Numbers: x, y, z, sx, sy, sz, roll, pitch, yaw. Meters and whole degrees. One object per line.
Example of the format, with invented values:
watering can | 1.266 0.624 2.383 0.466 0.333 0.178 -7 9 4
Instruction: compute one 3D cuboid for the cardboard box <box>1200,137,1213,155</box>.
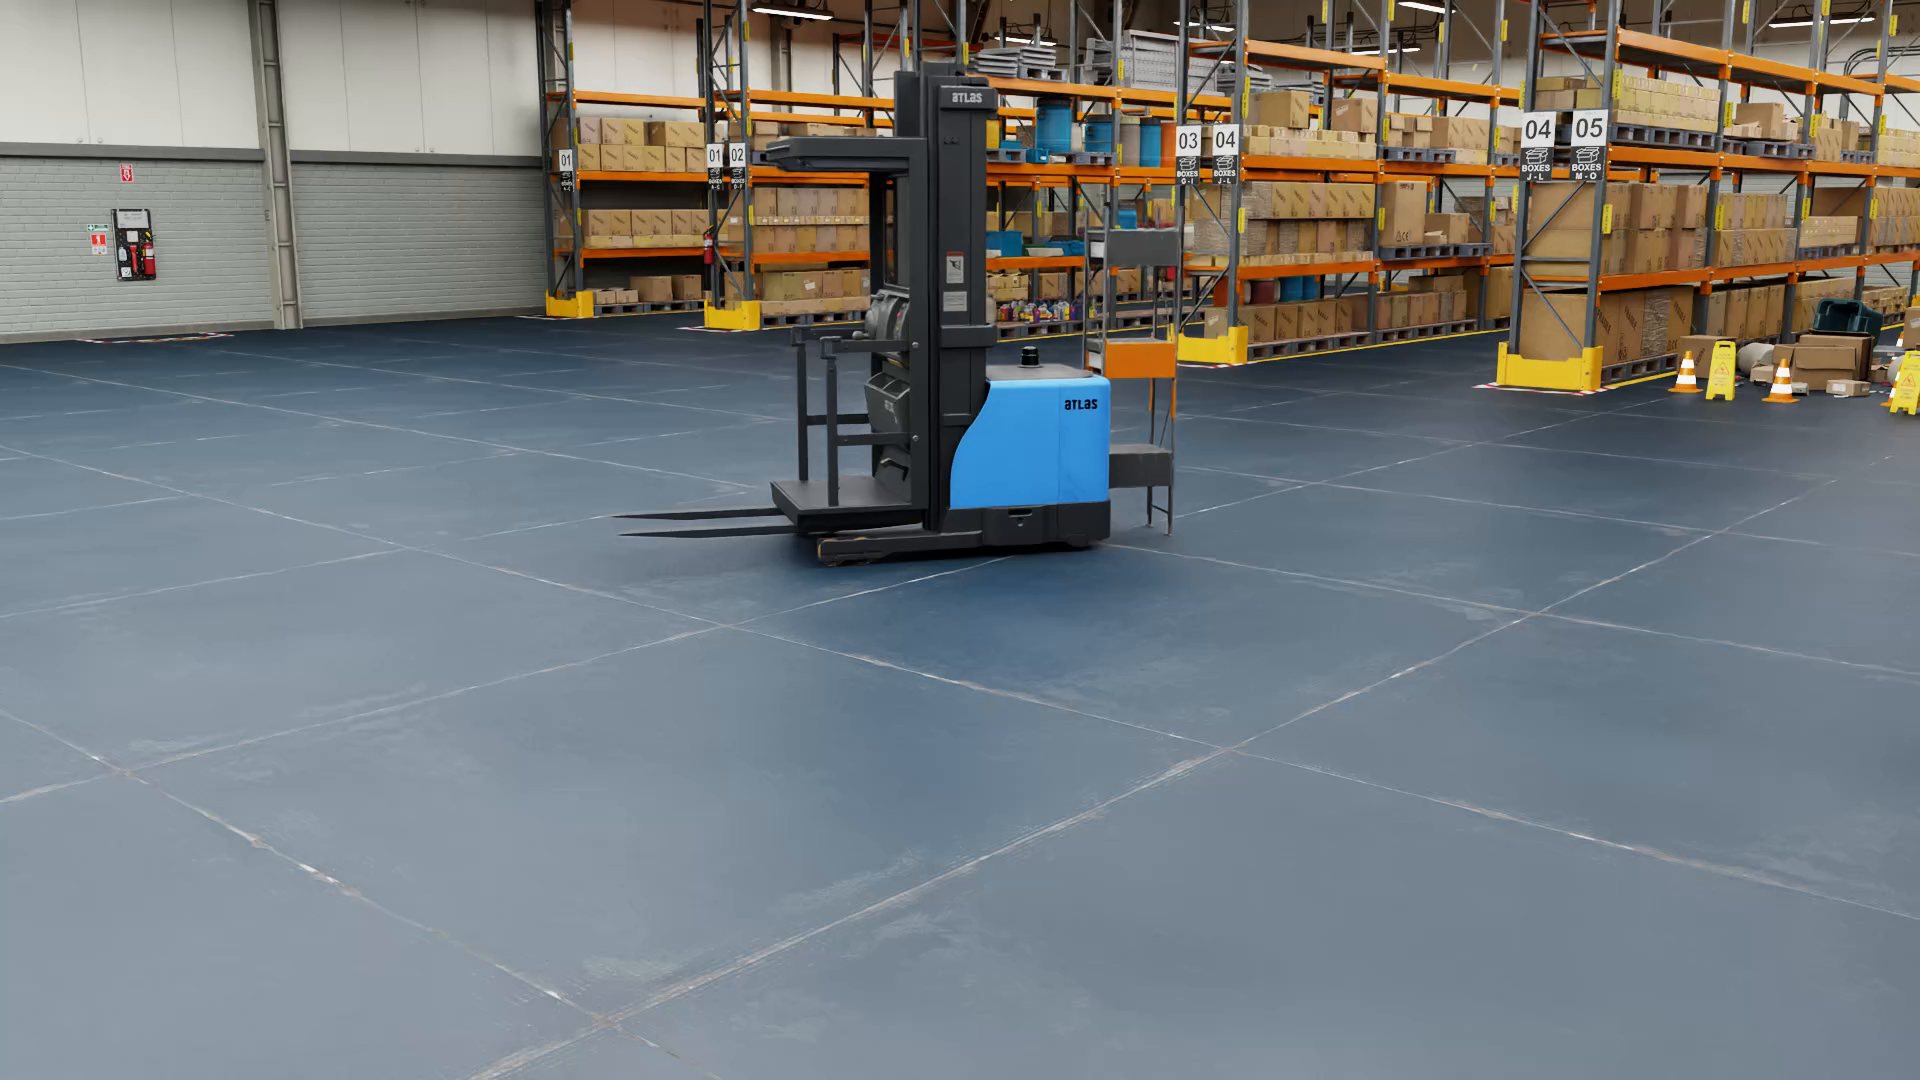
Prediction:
cardboard box | 3.523 -5.472 23.175 0.500 0.250 0.500 10 15 42

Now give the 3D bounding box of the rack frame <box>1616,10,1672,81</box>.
rack frame | 13.958 -9.267 34.133 1.000 3.000 0.127 10 15 40

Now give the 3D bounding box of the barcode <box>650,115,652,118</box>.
barcode | -6.367 -8.734 34.275 0.001 0.075 0.075 10 15 40

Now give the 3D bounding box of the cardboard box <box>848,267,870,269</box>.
cardboard box | -1.944 -5.038 32.312 0.500 0.500 0.500 10 15 40

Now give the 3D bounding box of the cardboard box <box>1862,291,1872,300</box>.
cardboard box | 15.871 -4.322 29.378 0.380 0.149 0.250 9 15 39

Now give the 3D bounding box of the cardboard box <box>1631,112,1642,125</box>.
cardboard box | 7.856 -5.001 19.747 0.380 0.149 0.250 10 15 41

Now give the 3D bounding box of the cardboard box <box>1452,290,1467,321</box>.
cardboard box | 8.250 -4.037 28.523 0.700 0.500 0.500 9 14 37

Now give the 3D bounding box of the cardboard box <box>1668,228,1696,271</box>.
cardboard box | 9.115 -3.837 21.882 0.875 0.550 0.550 10 15 40

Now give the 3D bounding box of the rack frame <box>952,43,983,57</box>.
rack frame | 0.155 -10.600 40.806 1.000 3.000 0.127 10 15 40

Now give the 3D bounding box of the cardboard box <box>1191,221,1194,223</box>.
cardboard box | 5.422 -7.331 39.501 0.500 0.500 0.500 9 15 40

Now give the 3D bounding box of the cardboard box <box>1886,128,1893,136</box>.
cardboard box | 15.884 -7.042 28.742 0.380 0.149 0.250 9 15 39

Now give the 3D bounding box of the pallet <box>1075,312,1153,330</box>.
pallet | 2.805 -3.953 29.964 1.003 0.211 1.213 10 15 40

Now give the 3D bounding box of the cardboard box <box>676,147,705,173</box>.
cardboard box | -5.617 -7.832 34.299 0.500 0.500 0.500 8 14 36

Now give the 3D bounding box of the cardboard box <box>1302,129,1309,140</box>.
cardboard box | 4.765 -5.804 23.820 0.380 0.149 0.250 10 15 40

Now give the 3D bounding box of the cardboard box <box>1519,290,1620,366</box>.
cardboard box | 7.453 -2.587 20.359 0.875 0.875 0.875 10 15 41

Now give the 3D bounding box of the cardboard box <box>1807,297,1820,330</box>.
cardboard box | 13.324 -3.618 26.475 0.500 0.500 0.500 10 15 41

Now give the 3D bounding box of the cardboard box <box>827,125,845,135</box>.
cardboard box | -2.584 -7.411 30.806 0.637 0.503 0.797 -10 15 -41

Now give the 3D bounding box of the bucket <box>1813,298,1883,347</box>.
bucket | 11.337 -2.725 21.175 0.620 0.611 0.726 5 7 -30

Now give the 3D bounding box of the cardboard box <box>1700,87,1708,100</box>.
cardboard box | 9.360 -5.728 21.352 0.380 0.149 0.250 10 15 40

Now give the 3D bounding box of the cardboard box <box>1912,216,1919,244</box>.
cardboard box | 17.513 -5.764 30.899 0.500 0.500 0.500 10 15 41

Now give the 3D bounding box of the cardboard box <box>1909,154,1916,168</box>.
cardboard box | 16.846 -6.818 29.913 0.500 0.250 0.500 11 15 43

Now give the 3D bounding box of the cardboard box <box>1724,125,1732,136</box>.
cardboard box | 10.281 -5.620 22.548 0.258 0.266 0.396 9 15 39

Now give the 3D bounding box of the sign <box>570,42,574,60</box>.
sign | -7.359 -9.261 31.516 0.100 0.325 0.005 10 15 40

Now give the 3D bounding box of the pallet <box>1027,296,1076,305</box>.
pallet | 1.759 -5.167 36.042 1.003 0.211 1.213 10 15 40

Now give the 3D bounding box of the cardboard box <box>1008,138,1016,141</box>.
cardboard box | 1.171 -9.823 41.716 0.500 0.500 0.500 9 15 39

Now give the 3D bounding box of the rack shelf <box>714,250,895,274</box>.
rack shelf | -2.723 -5.194 30.894 1.077 0.370 4.000 10 15 40

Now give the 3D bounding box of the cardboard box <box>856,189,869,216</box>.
cardboard box | -2.023 -6.386 31.456 0.700 0.500 0.500 10 15 40

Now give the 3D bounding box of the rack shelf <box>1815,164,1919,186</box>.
rack shelf | 16.297 -6.493 29.739 1.077 0.370 4.000 10 15 40

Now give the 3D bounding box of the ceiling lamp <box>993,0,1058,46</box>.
ceiling lamp | 1.712 -12.977 37.803 0.800 3.185 2.000 10 15 40

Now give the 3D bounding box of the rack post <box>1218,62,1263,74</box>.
rack post | 5.397 -9.111 32.033 0.624 0.289 0.986 10 15 40

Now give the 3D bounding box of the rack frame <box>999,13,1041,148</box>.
rack frame | 1.238 -9.371 34.656 1.000 3.000 0.127 10 15 40

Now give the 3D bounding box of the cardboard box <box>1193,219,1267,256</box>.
cardboard box | 3.780 -4.243 23.283 0.875 0.500 0.500 10 15 40

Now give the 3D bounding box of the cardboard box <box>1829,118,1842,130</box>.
cardboard box | 13.858 -6.598 27.091 0.797 0.503 0.637 10 15 40

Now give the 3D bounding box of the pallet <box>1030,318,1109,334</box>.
pallet | 1.841 -3.739 28.893 1.003 0.211 1.213 10 15 40

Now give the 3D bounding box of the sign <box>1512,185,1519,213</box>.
sign | 6.657 -4.071 19.875 0.100 0.325 0.005 10 15 40

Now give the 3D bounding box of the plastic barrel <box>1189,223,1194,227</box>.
plastic barrel | 4.438 -5.664 31.127 0.421 0.512 0.421 0 11 0

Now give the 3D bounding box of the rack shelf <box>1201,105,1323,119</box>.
rack shelf | 6.277 -8.476 33.029 1.077 0.370 4.000 10 15 40

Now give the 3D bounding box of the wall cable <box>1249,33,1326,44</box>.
wall cable | 8.829 -12.578 45.746 3.097 2.526 0.112 10 15 40

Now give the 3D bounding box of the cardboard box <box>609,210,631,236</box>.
cardboard box | -6.892 -6.299 33.008 0.500 0.500 0.500 10 15 41

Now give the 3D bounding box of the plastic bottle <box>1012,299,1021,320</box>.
plastic bottle | 0.943 -3.934 28.389 0.144 0.351 0.185 11 15 43

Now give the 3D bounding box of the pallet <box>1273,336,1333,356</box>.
pallet | 4.814 -2.908 24.734 1.003 0.211 1.213 10 15 40

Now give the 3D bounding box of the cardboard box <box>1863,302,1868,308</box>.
cardboard box | 15.456 -4.046 28.758 0.380 0.149 0.250 11 16 43

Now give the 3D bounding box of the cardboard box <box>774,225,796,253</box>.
cardboard box | -3.382 -5.446 30.066 0.700 0.500 0.500 10 15 42

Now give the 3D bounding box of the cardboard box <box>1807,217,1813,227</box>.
cardboard box | 13.127 -4.985 26.060 0.380 0.149 0.250 10 15 40

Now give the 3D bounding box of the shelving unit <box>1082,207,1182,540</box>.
shelving unit | 1.091 -1.077 10.734 0.503 2.100 0.431 -3 12 -15

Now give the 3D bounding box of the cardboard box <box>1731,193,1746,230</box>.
cardboard box | 10.691 -4.667 23.610 0.700 0.500 0.500 10 15 41

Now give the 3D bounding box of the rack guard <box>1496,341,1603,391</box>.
rack guard | 7.039 -2.086 19.877 1.175 0.500 0.348 10 15 40

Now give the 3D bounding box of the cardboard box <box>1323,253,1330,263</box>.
cardboard box | 5.253 -4.189 24.669 0.380 0.149 0.250 10 15 40

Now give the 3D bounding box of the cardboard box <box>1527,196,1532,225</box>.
cardboard box | 10.042 -5.990 30.224 0.797 0.503 0.637 10 15 42

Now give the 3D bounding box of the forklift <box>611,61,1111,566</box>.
forklift | -0.631 -1.394 10.209 3.031 2.935 1.130 -3 12 -15

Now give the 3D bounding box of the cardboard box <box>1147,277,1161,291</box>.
cardboard box | 4.318 -5.949 38.579 0.500 0.311 0.500 10 15 40

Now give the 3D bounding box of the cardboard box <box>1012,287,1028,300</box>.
cardboard box | 1.074 -5.178 34.926 0.500 0.250 0.500 10 15 42

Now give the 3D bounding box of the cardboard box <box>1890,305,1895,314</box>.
cardboard box | 16.819 -4.210 30.338 0.380 0.149 0.250 9 14 38

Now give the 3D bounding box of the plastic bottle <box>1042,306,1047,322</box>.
plastic bottle | 1.399 -3.781 27.825 0.097 0.271 0.097 0 11 0
